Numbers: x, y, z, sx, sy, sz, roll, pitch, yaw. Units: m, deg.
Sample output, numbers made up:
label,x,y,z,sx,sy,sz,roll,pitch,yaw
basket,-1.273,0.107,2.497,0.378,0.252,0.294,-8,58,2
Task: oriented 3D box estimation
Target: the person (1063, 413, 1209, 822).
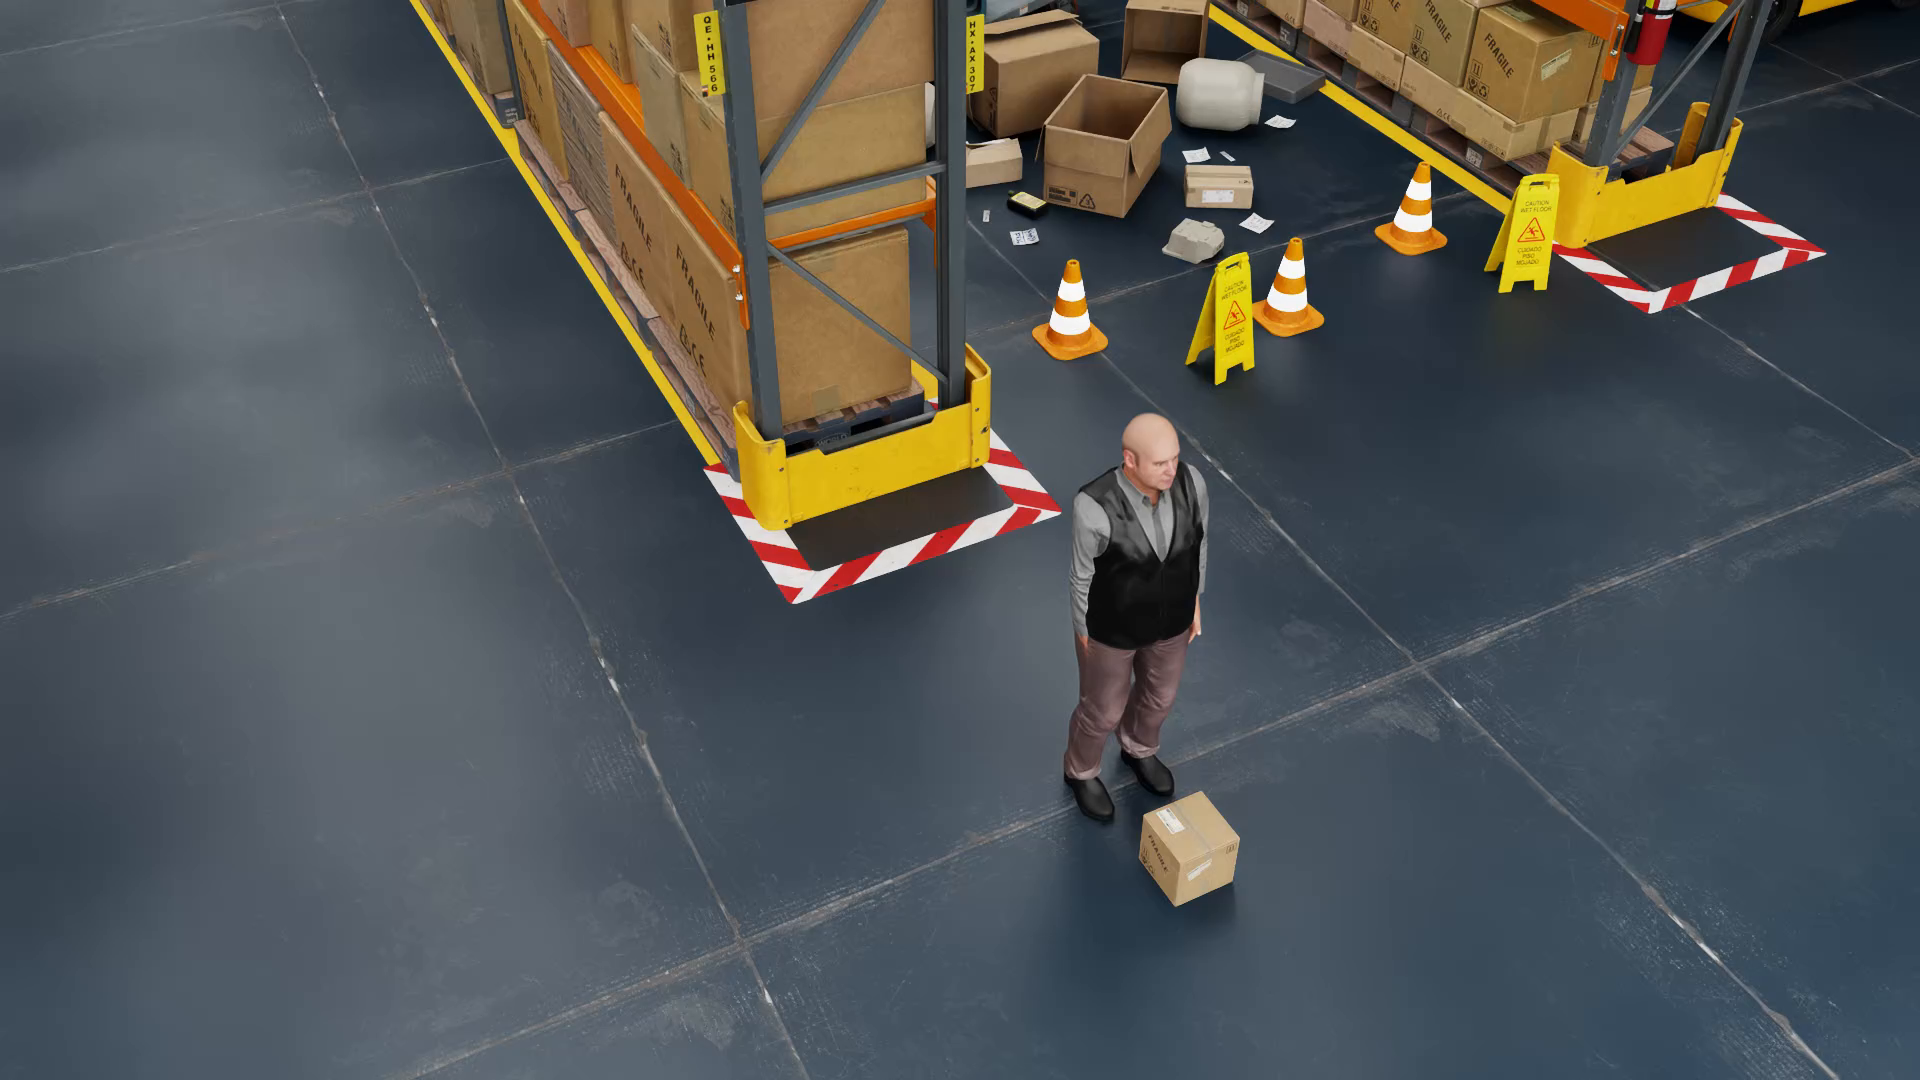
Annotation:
label,x,y,z,sx,sy,sz,roll,pitch,yaw
person,0.628,0.278,5.863,0.532,1.717,0.360,-18,44,-19
